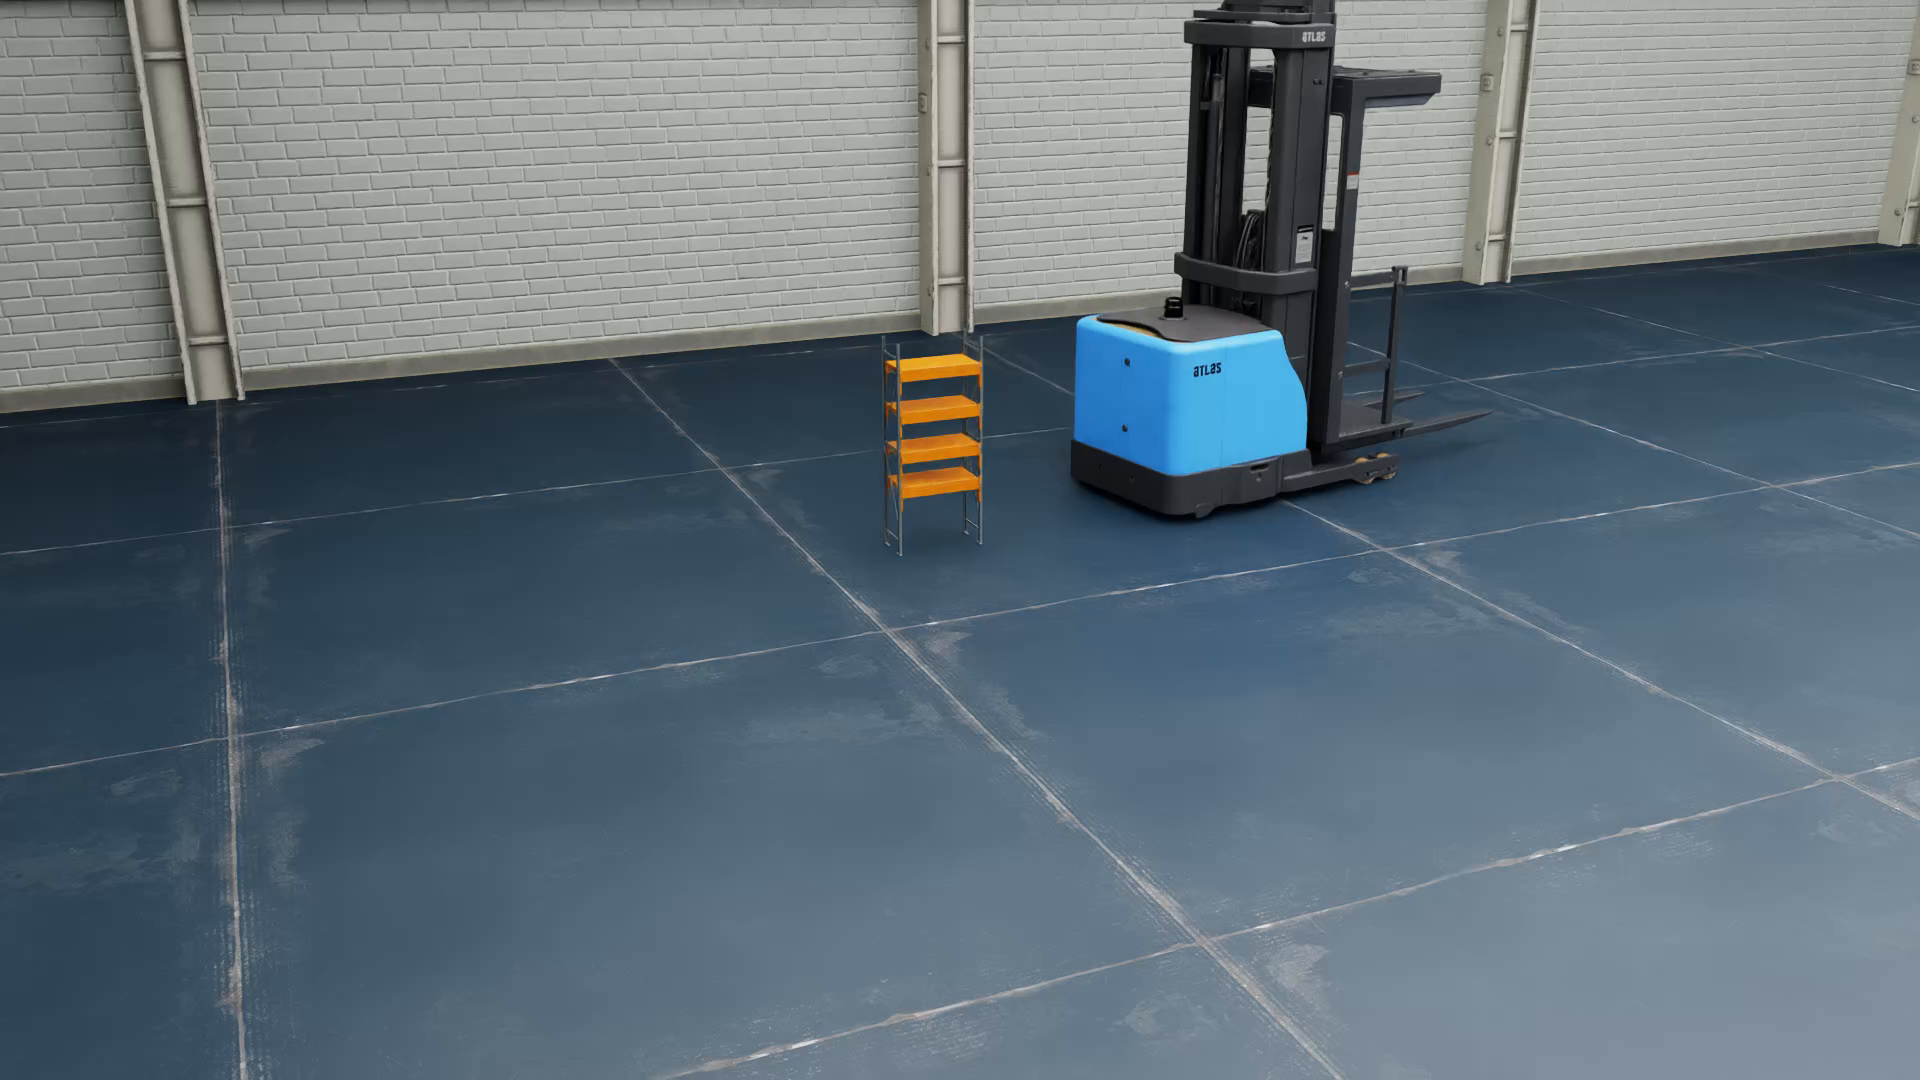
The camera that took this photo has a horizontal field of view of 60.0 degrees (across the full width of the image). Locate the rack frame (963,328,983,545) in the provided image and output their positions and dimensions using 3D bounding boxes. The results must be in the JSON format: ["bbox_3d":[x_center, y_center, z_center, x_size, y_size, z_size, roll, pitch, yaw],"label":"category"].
[{"bbox_3d":[0.072,-0.576,9.352,0.015,1.200,0.240,-8,21,-22],"label":"rack frame"}]

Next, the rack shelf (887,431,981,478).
[{"bbox_3d":[-0.152,-0.481,9.283,0.480,0.148,0.258,-8,21,-22],"label":"rack shelf"}]

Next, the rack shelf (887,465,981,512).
[{"bbox_3d":[-0.152,-0.293,9.349,0.480,0.148,0.258,-8,21,-22],"label":"rack shelf"}]

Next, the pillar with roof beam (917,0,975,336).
[{"bbox_3d":[1.587,-4.801,9.608,0.400,9.000,9.100,-8,21,-22],"label":"pillar with roof beam"}]

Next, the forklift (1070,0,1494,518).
[{"bbox_3d":[2.206,-1.868,10.415,3.031,2.935,1.130,-12,23,-31],"label":"forklift"}]

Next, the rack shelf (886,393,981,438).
[{"bbox_3d":[-0.152,-0.692,9.209,0.480,0.148,0.258,-8,21,-22],"label":"rack shelf"}]

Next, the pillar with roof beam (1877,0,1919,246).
[{"bbox_3d":[12.606,-6.380,14.091,0.400,9.000,9.100,-8,21,-22],"label":"pillar with roof beam"}]

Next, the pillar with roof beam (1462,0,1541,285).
[{"bbox_3d":[7.097,-5.590,11.850,0.400,9.000,9.100,-8,21,-22],"label":"pillar with roof beam"}]

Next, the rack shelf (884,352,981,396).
[{"bbox_3d":[-0.152,-0.915,9.130,0.480,0.148,0.258,-8,21,-22],"label":"rack shelf"}]

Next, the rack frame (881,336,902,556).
[{"bbox_3d":[-0.376,-0.512,9.170,0.015,1.200,0.240,-8,21,-22],"label":"rack frame"}]

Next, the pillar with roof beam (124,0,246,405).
[{"bbox_3d":[-3.922,-4.012,7.366,0.400,9.000,9.100,-8,21,-22],"label":"pillar with roof beam"}]

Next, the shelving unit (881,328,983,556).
[{"bbox_3d":[-0.152,-0.544,9.261,0.503,1.200,0.258,-8,21,-22],"label":"shelving unit"}]
